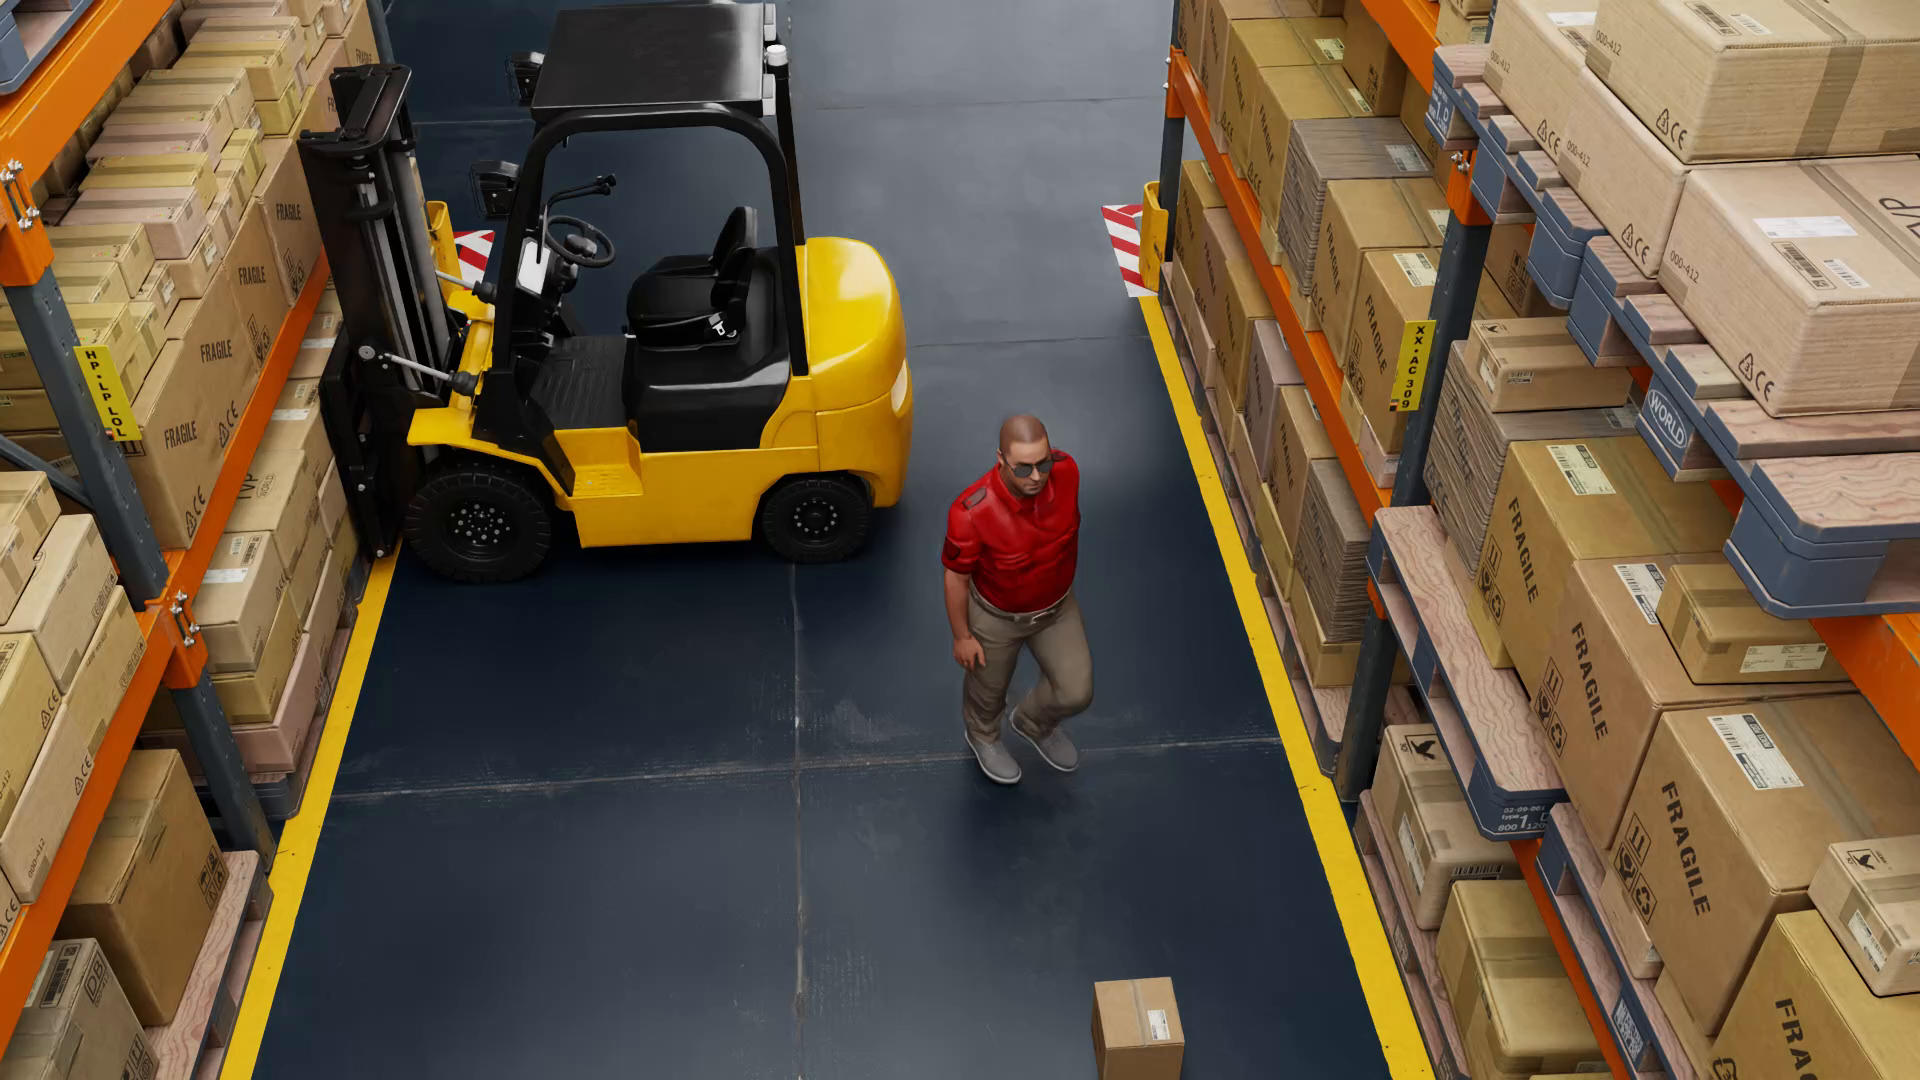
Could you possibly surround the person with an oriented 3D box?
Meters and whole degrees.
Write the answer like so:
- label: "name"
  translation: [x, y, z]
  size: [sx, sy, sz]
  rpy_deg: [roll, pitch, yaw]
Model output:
- label: "person"
  translation: [0.186, 0.234, 5.857]
  size: [0.571, 1.717, 0.516]
  rpy_deg: [-19, 43, -22]
